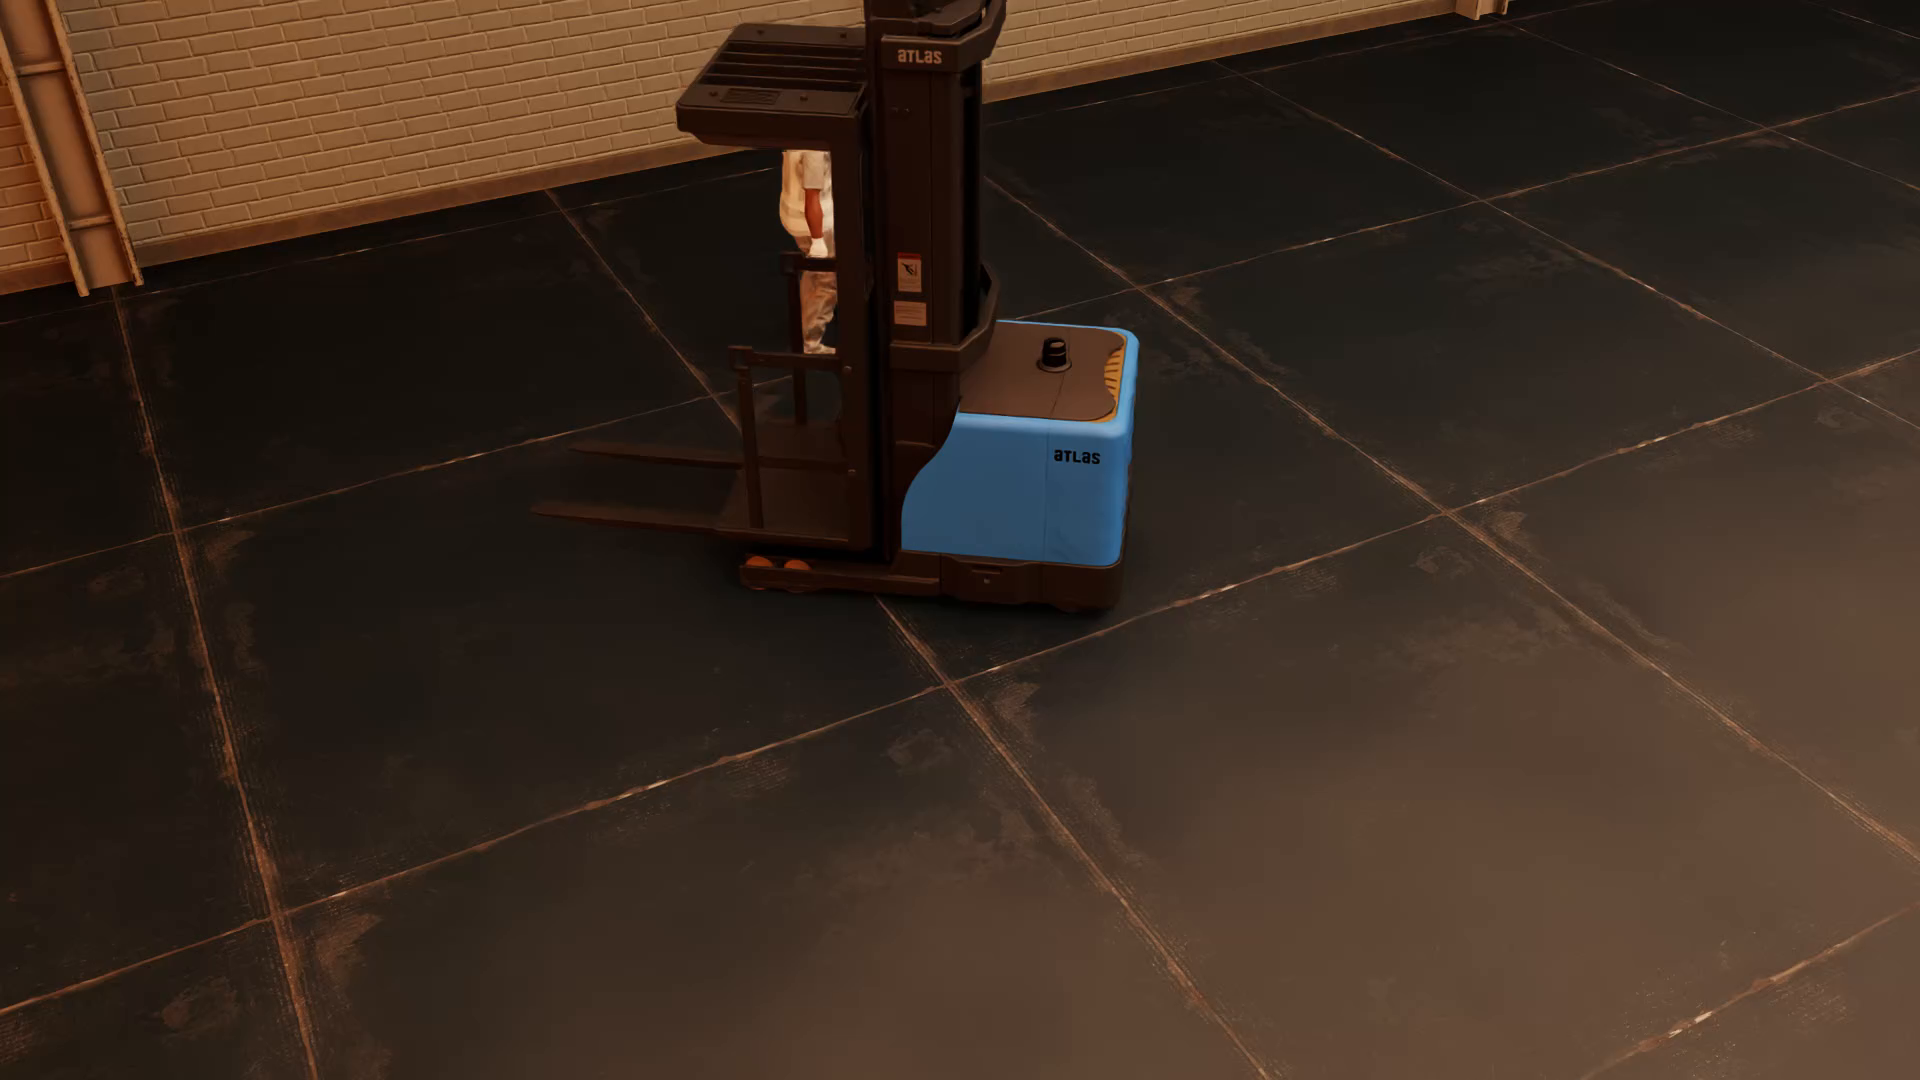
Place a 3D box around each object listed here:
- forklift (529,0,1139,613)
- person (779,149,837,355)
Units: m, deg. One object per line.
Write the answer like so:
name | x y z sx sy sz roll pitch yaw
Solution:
forklift | -0.658 -1.227 7.859 3.031 2.935 1.130 5 36 7
person | -0.838 -1.908 9.851 0.441 1.744 0.873 -11 37 -15
